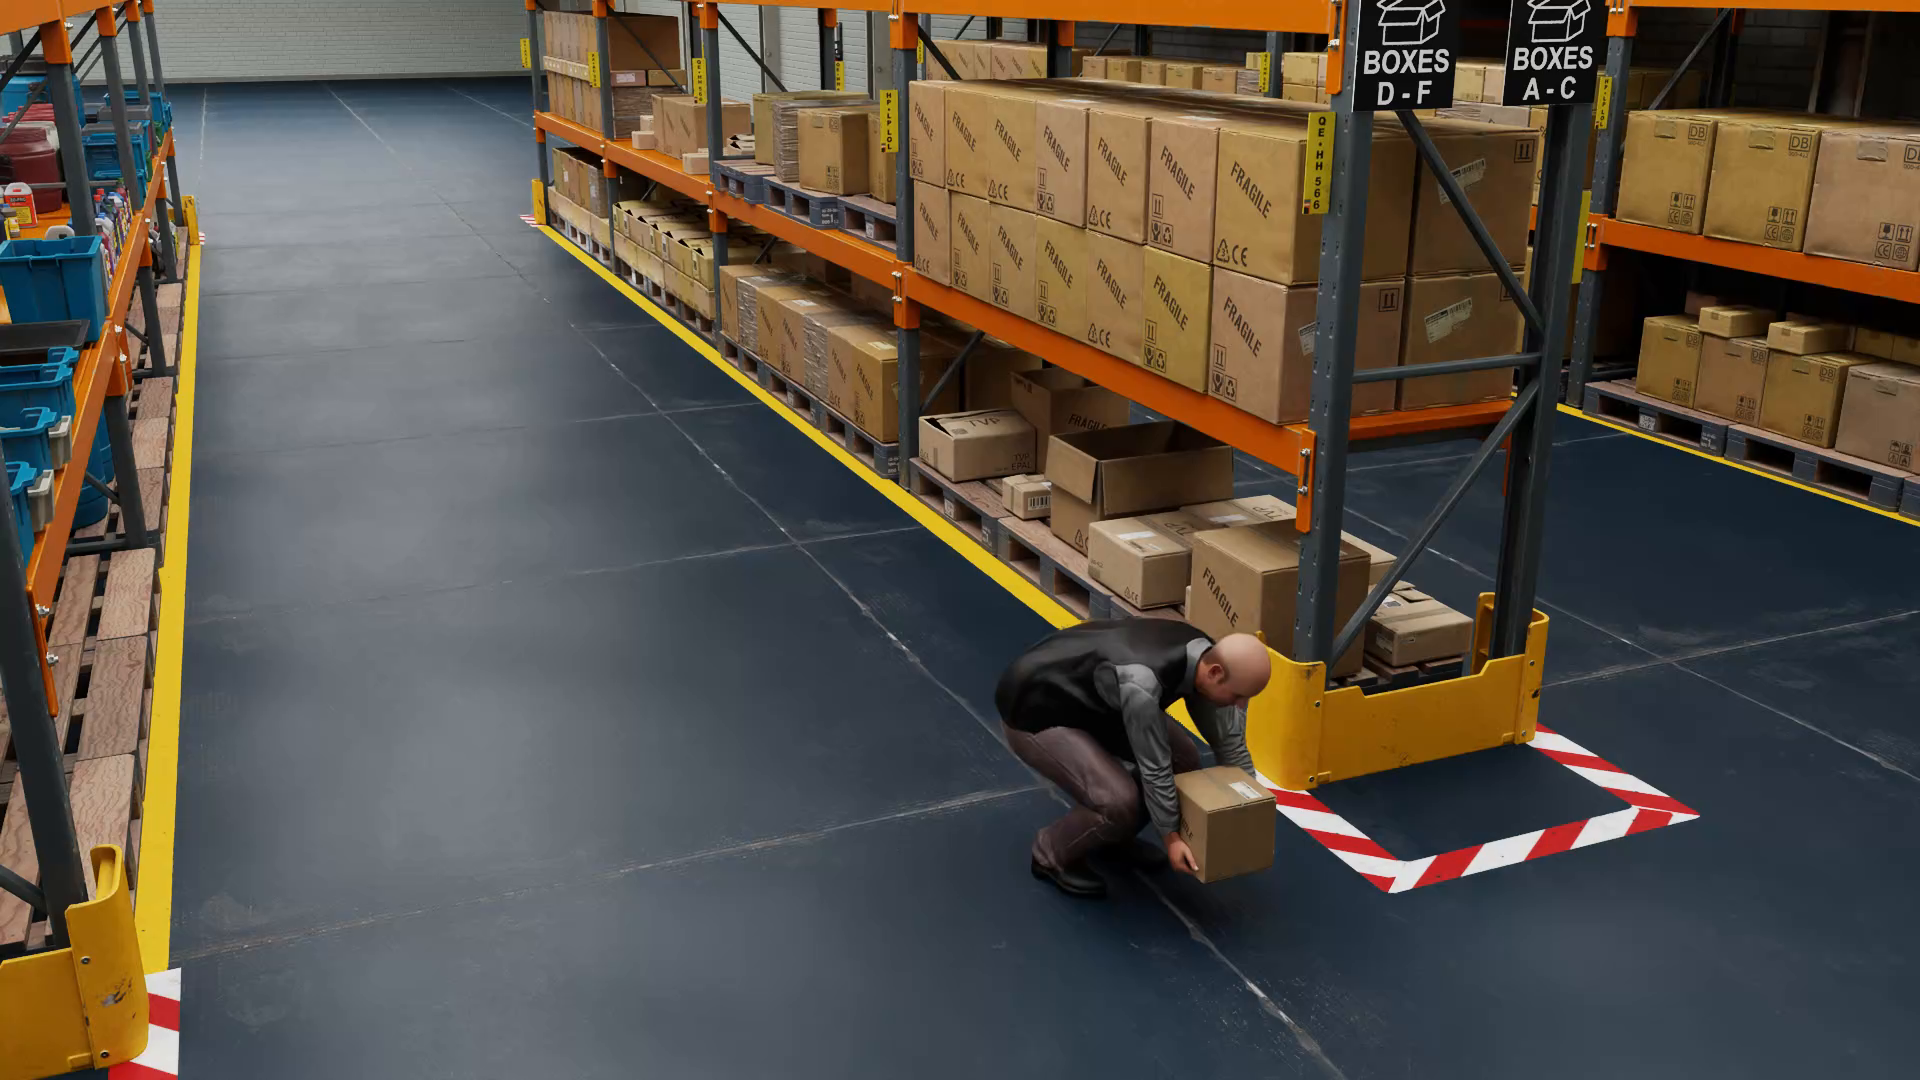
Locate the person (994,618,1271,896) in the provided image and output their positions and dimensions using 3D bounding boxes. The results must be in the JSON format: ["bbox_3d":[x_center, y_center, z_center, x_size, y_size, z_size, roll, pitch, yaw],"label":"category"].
[{"bbox_3d":[0.563,0.678,5.320,0.937,0.947,0.503,14,23,36],"label":"person"}]
